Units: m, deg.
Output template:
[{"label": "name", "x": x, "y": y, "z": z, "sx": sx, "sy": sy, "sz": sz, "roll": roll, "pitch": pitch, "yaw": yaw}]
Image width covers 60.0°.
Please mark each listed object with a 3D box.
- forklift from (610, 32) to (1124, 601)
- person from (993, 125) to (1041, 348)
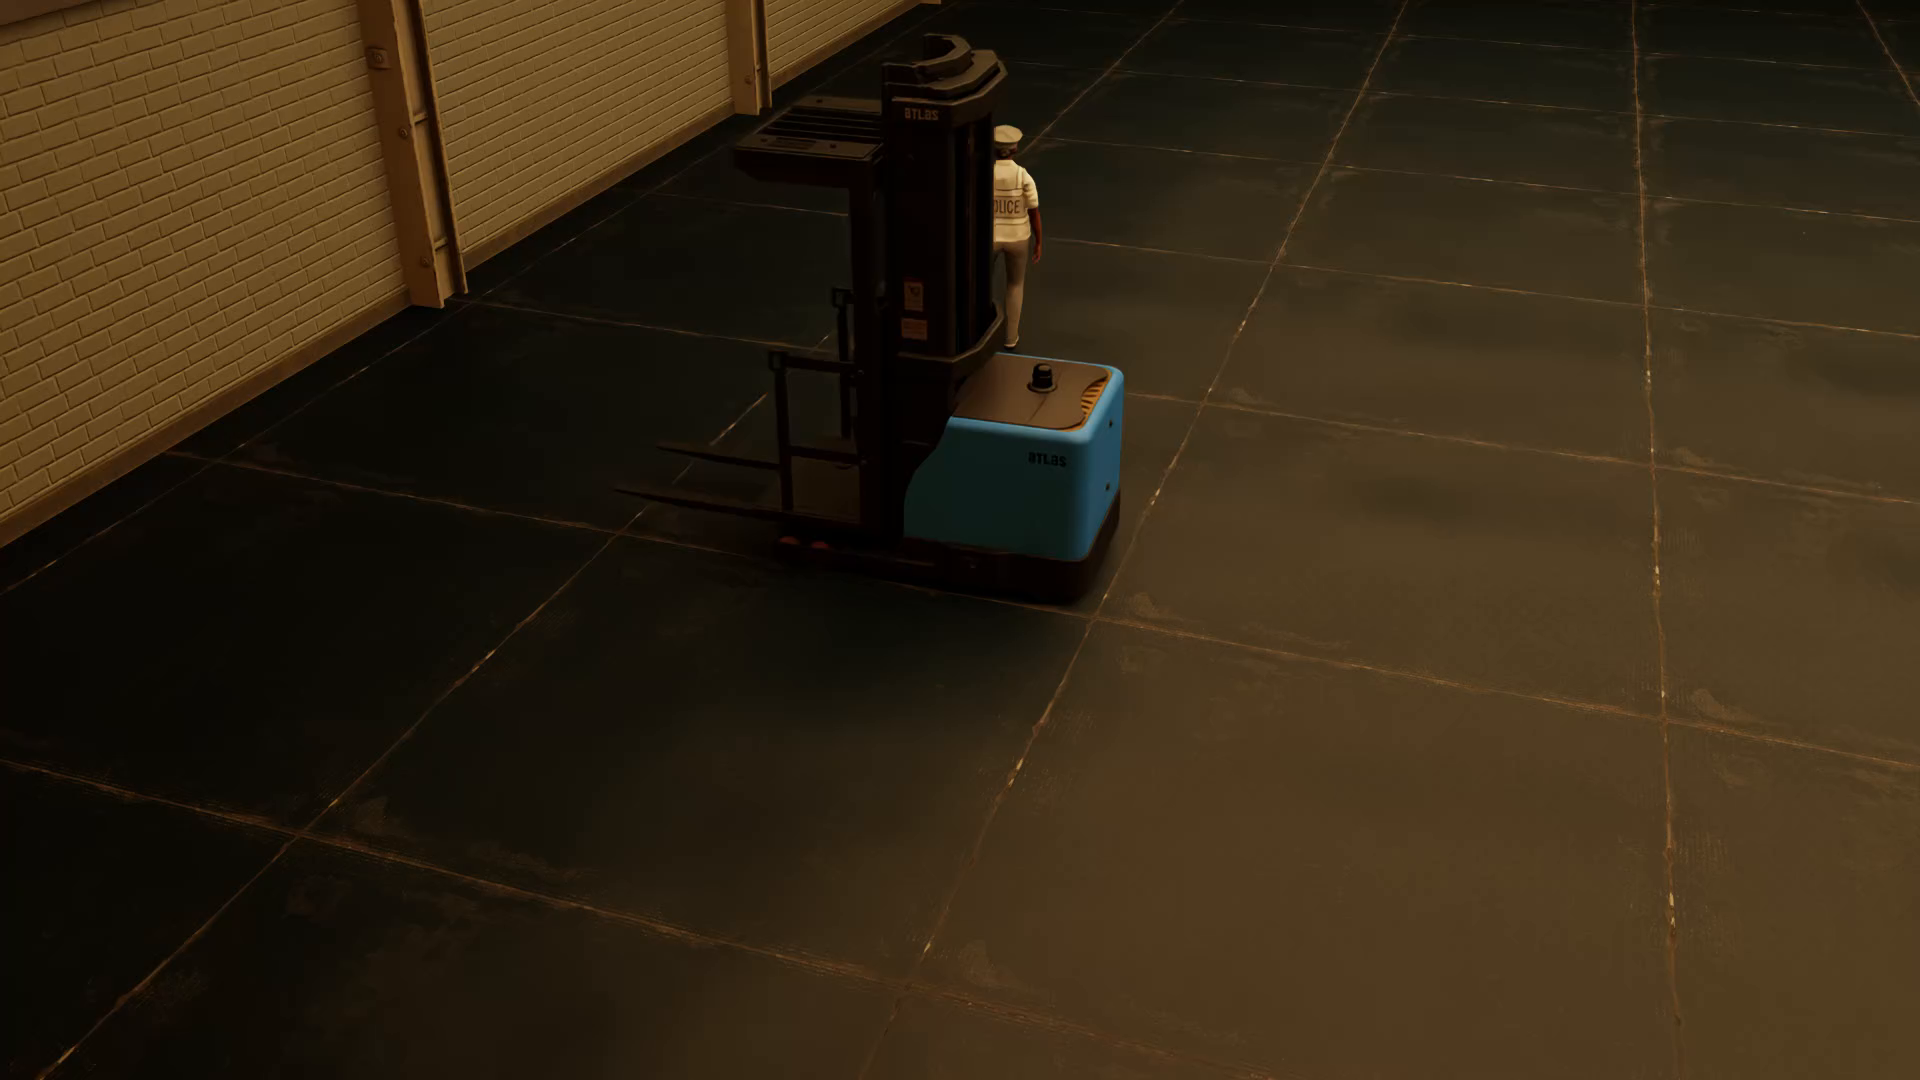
[{"label": "forklift", "x": -0.604, "y": -1.339, "z": 9.486, "sx": 3.031, "sy": 2.935, "sz": 1.130, "roll": 9, "pitch": 31, "yaw": 15}, {"label": "person", "x": 0.315, "y": -2.256, "z": 12.396, "sx": 0.595, "sy": 1.646, "sz": 0.449, "roll": 2, "pitch": 30, "yaw": 4}]
